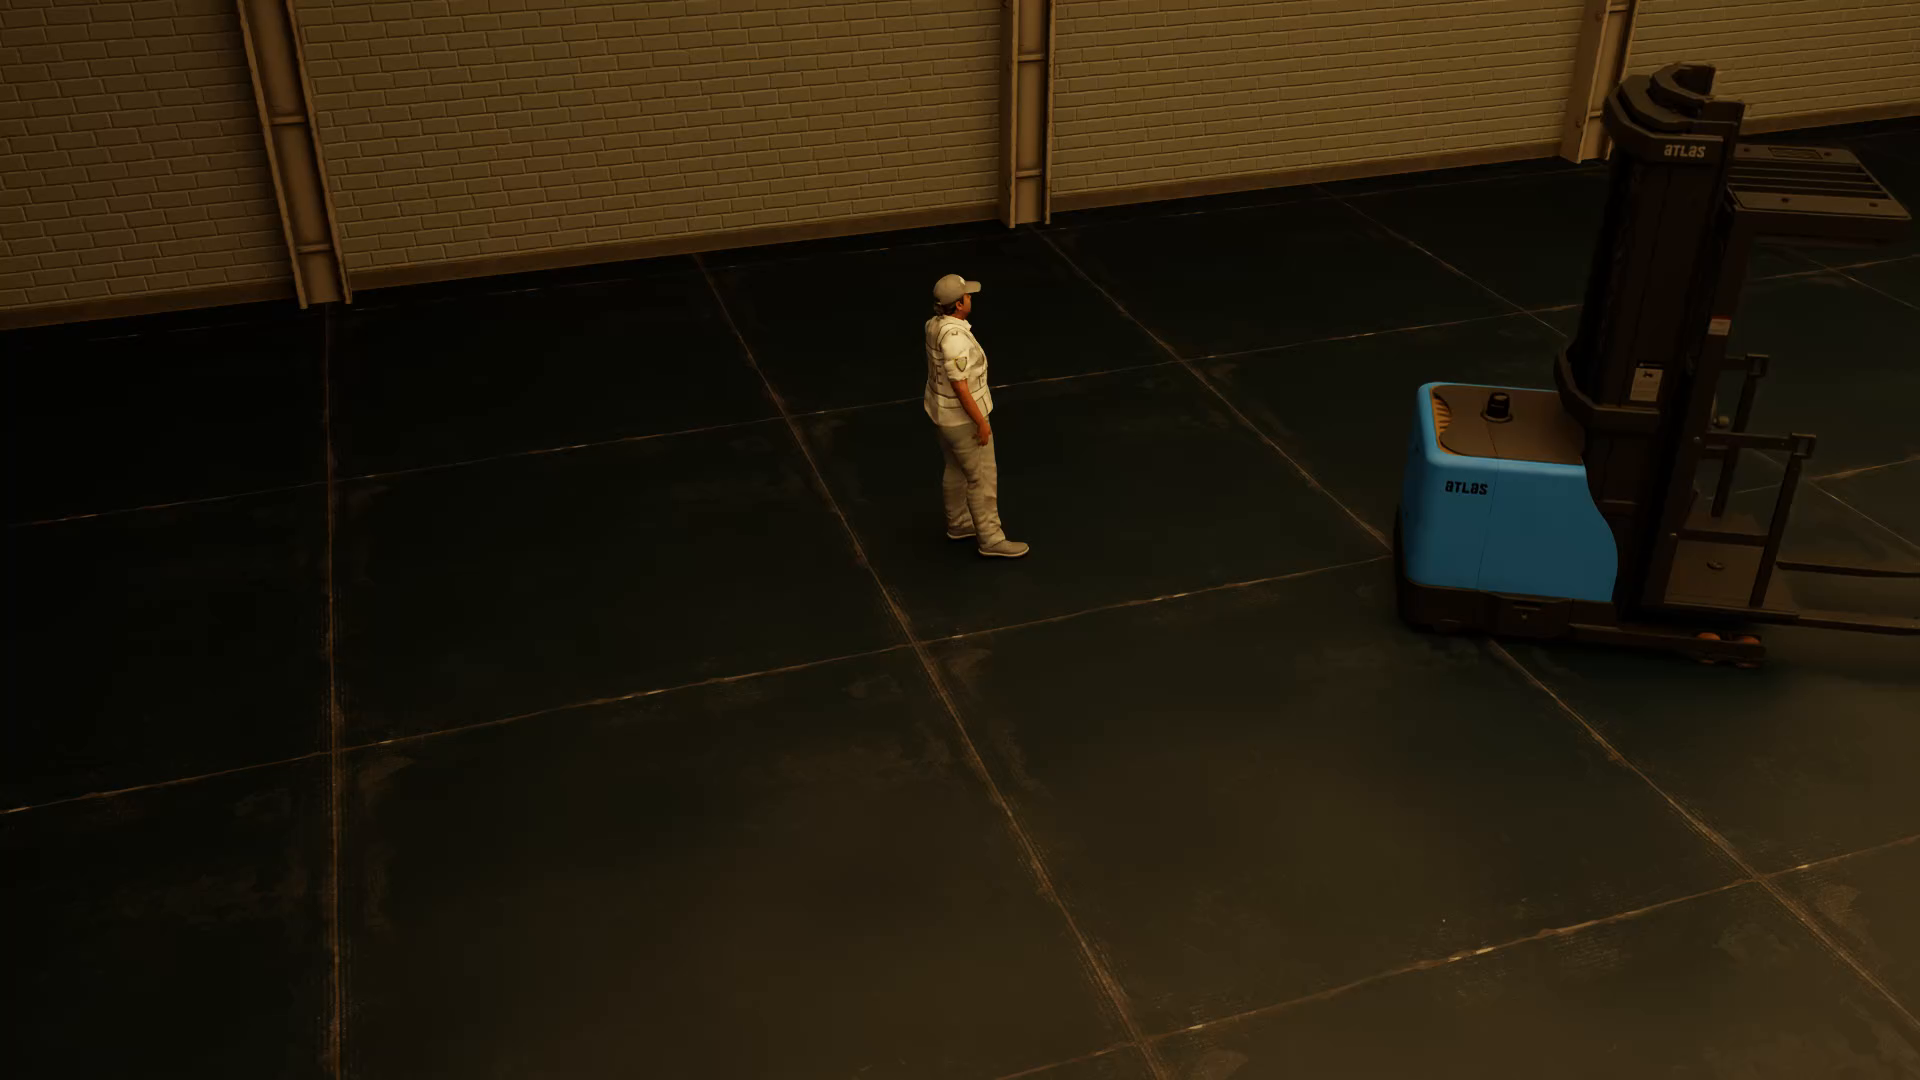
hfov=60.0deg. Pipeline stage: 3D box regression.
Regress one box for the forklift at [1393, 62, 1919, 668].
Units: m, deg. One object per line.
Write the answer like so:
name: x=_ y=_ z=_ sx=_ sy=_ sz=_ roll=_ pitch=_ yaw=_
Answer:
forklift: x=3.993 y=-0.880 z=8.616 sx=3.031 sy=2.935 sz=1.130 roll=5 pitch=30 yaw=9

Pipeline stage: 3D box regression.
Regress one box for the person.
person: x=0.080 y=-0.731 z=9.609 sx=0.529 sy=1.670 sz=0.598 roll=-10 pitch=31 yaw=-16
